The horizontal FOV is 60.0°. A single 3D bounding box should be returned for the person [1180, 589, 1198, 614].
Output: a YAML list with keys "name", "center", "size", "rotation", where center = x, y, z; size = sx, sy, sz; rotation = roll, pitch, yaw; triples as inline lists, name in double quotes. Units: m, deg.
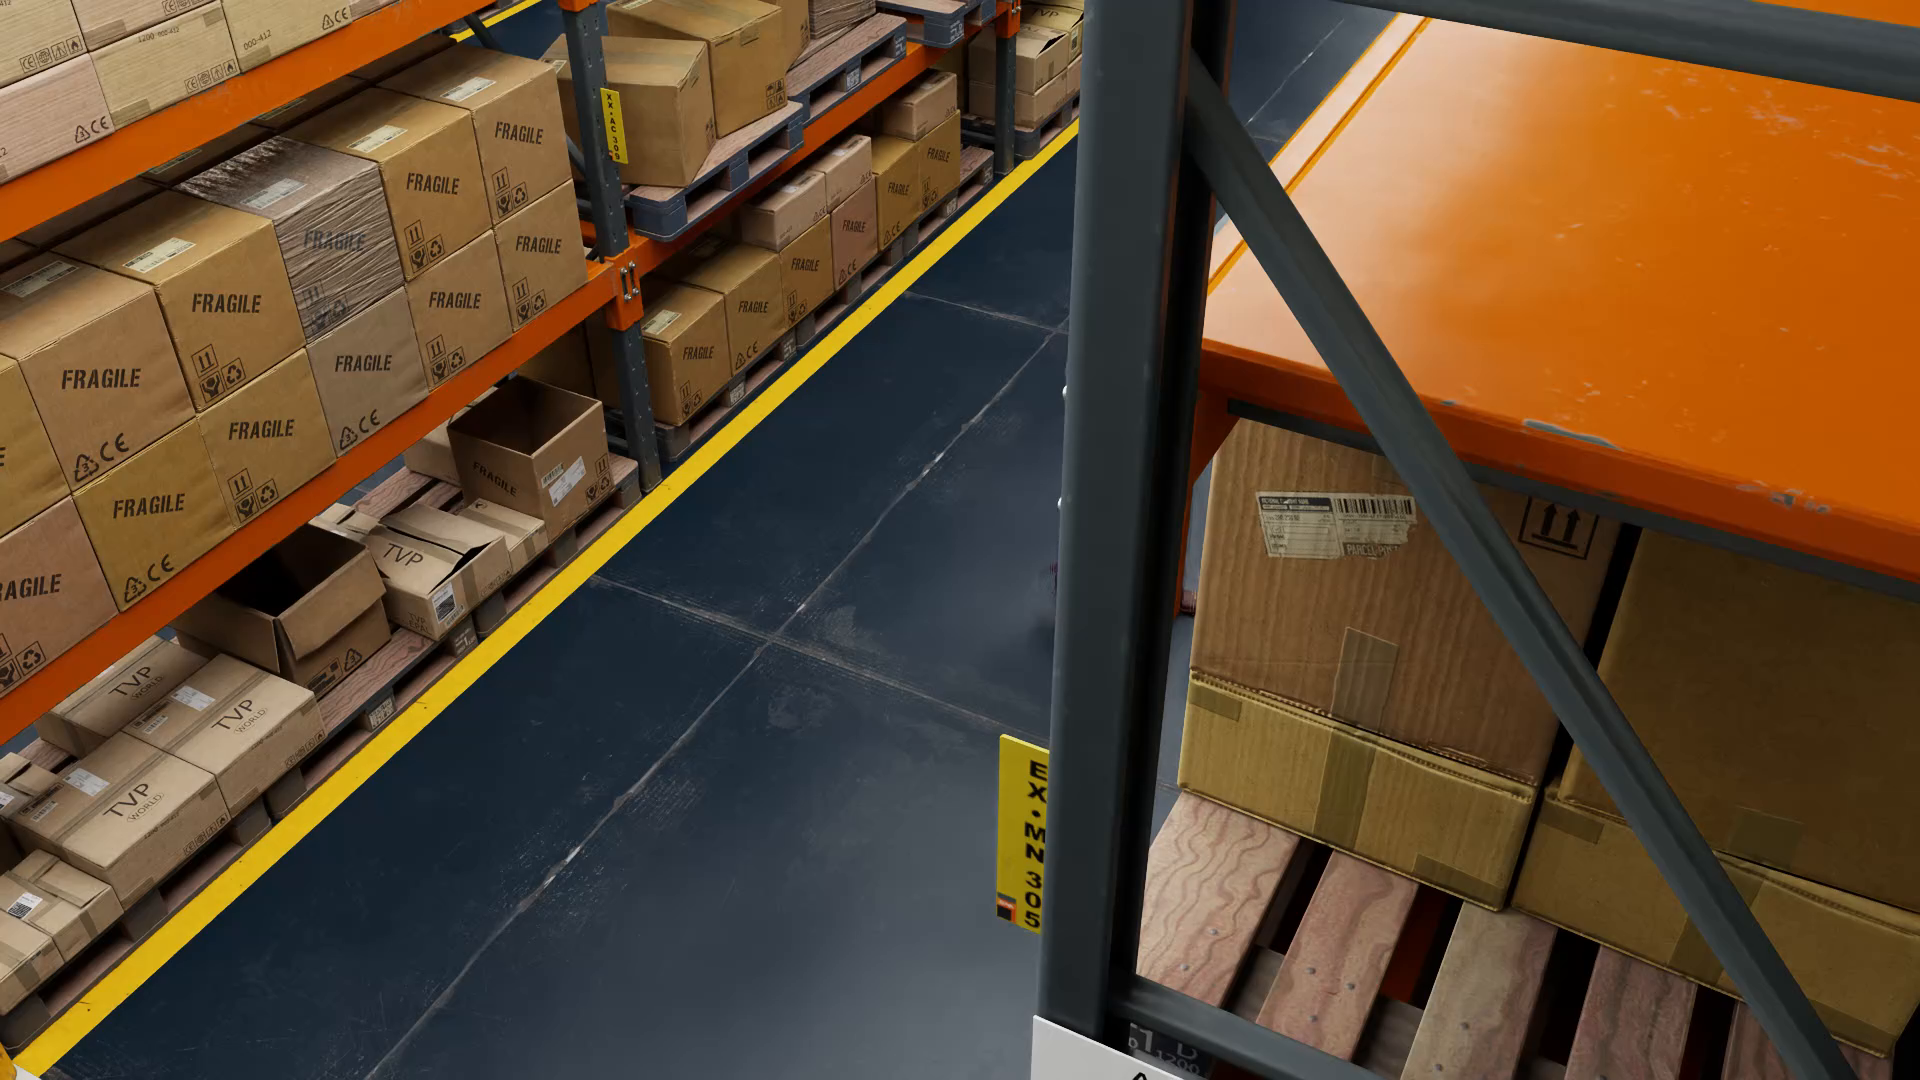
- name: "person"
  center: [0.788, -0.330, 7.067]
  size: [0.620, 1.645, 0.533]
  rotation: [13, 40, 16]
